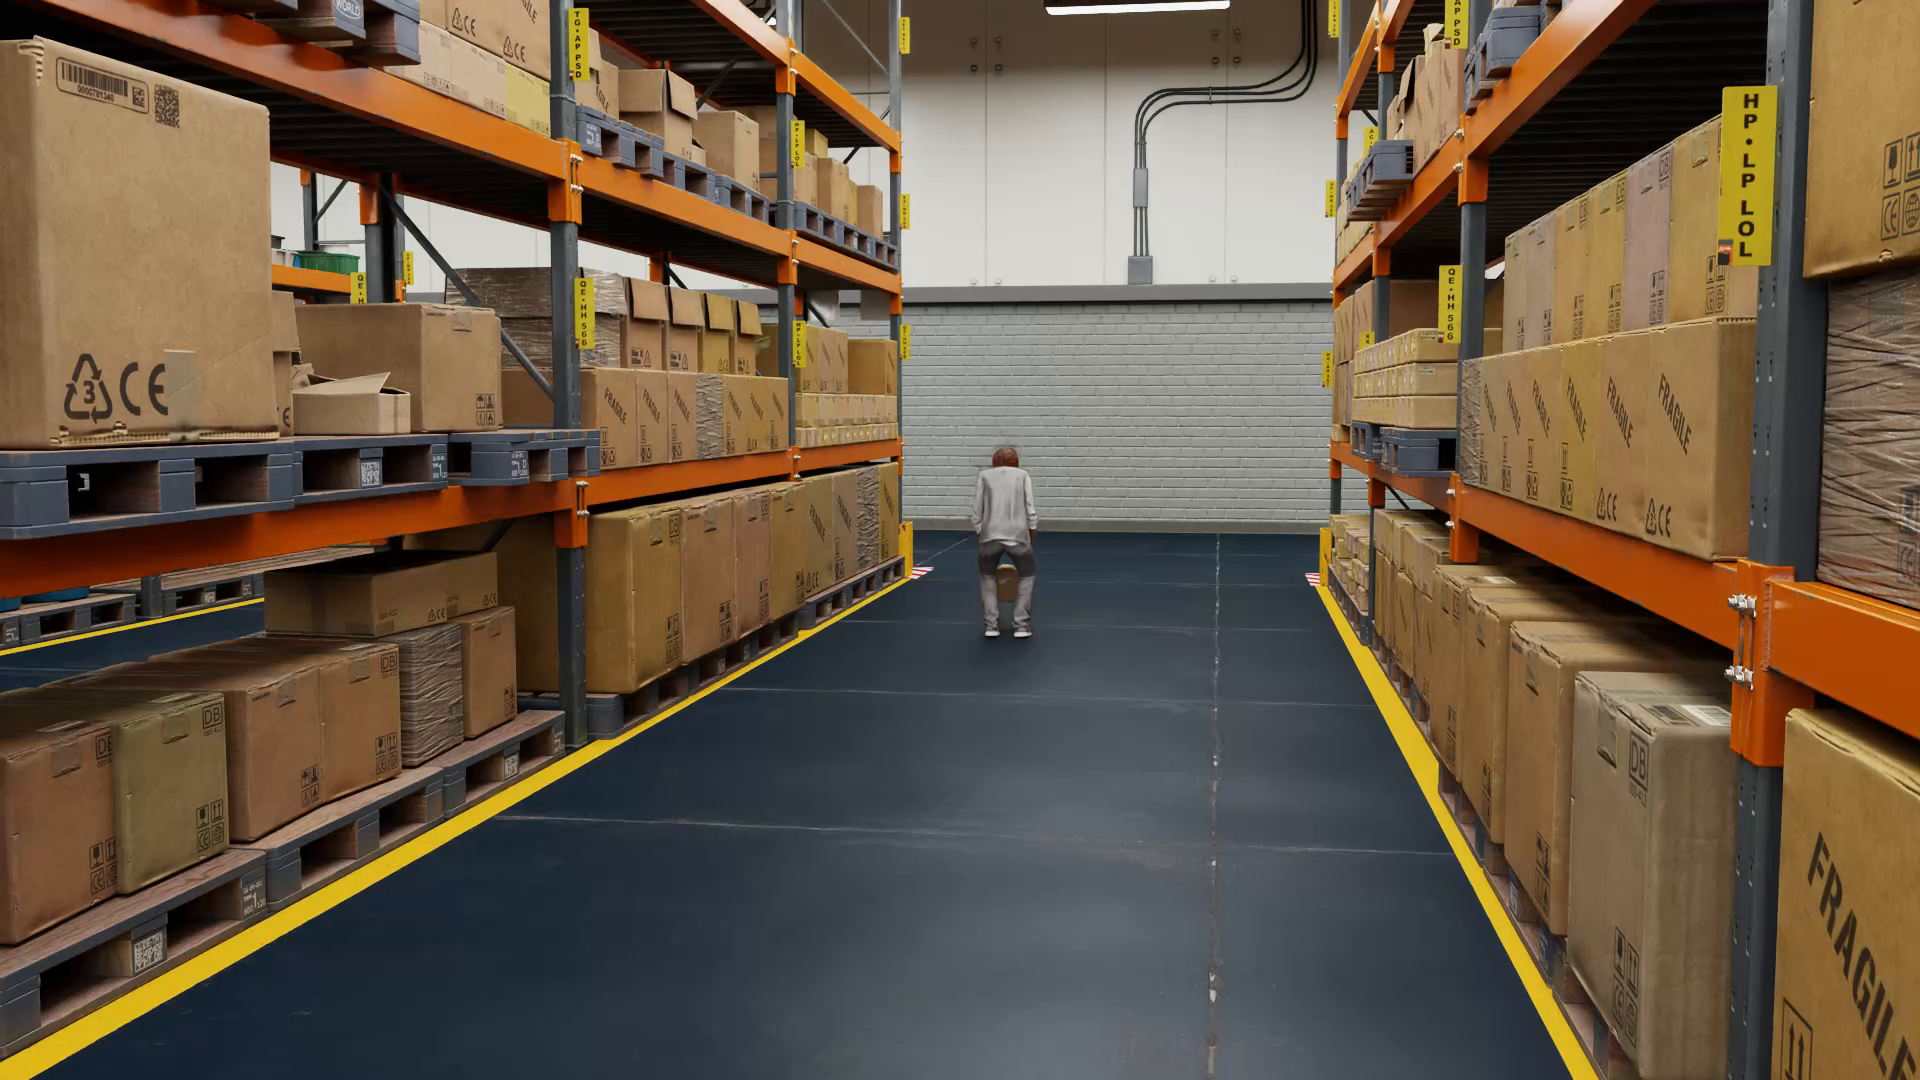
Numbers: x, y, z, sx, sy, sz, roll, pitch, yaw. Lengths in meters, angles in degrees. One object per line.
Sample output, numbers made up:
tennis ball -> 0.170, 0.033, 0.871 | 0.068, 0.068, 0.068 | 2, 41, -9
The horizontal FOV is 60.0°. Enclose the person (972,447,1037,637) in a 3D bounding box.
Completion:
person -> 0.299, 0.017, 11.632 | 0.462, 1.325, 0.639 | 1, 5, 9
